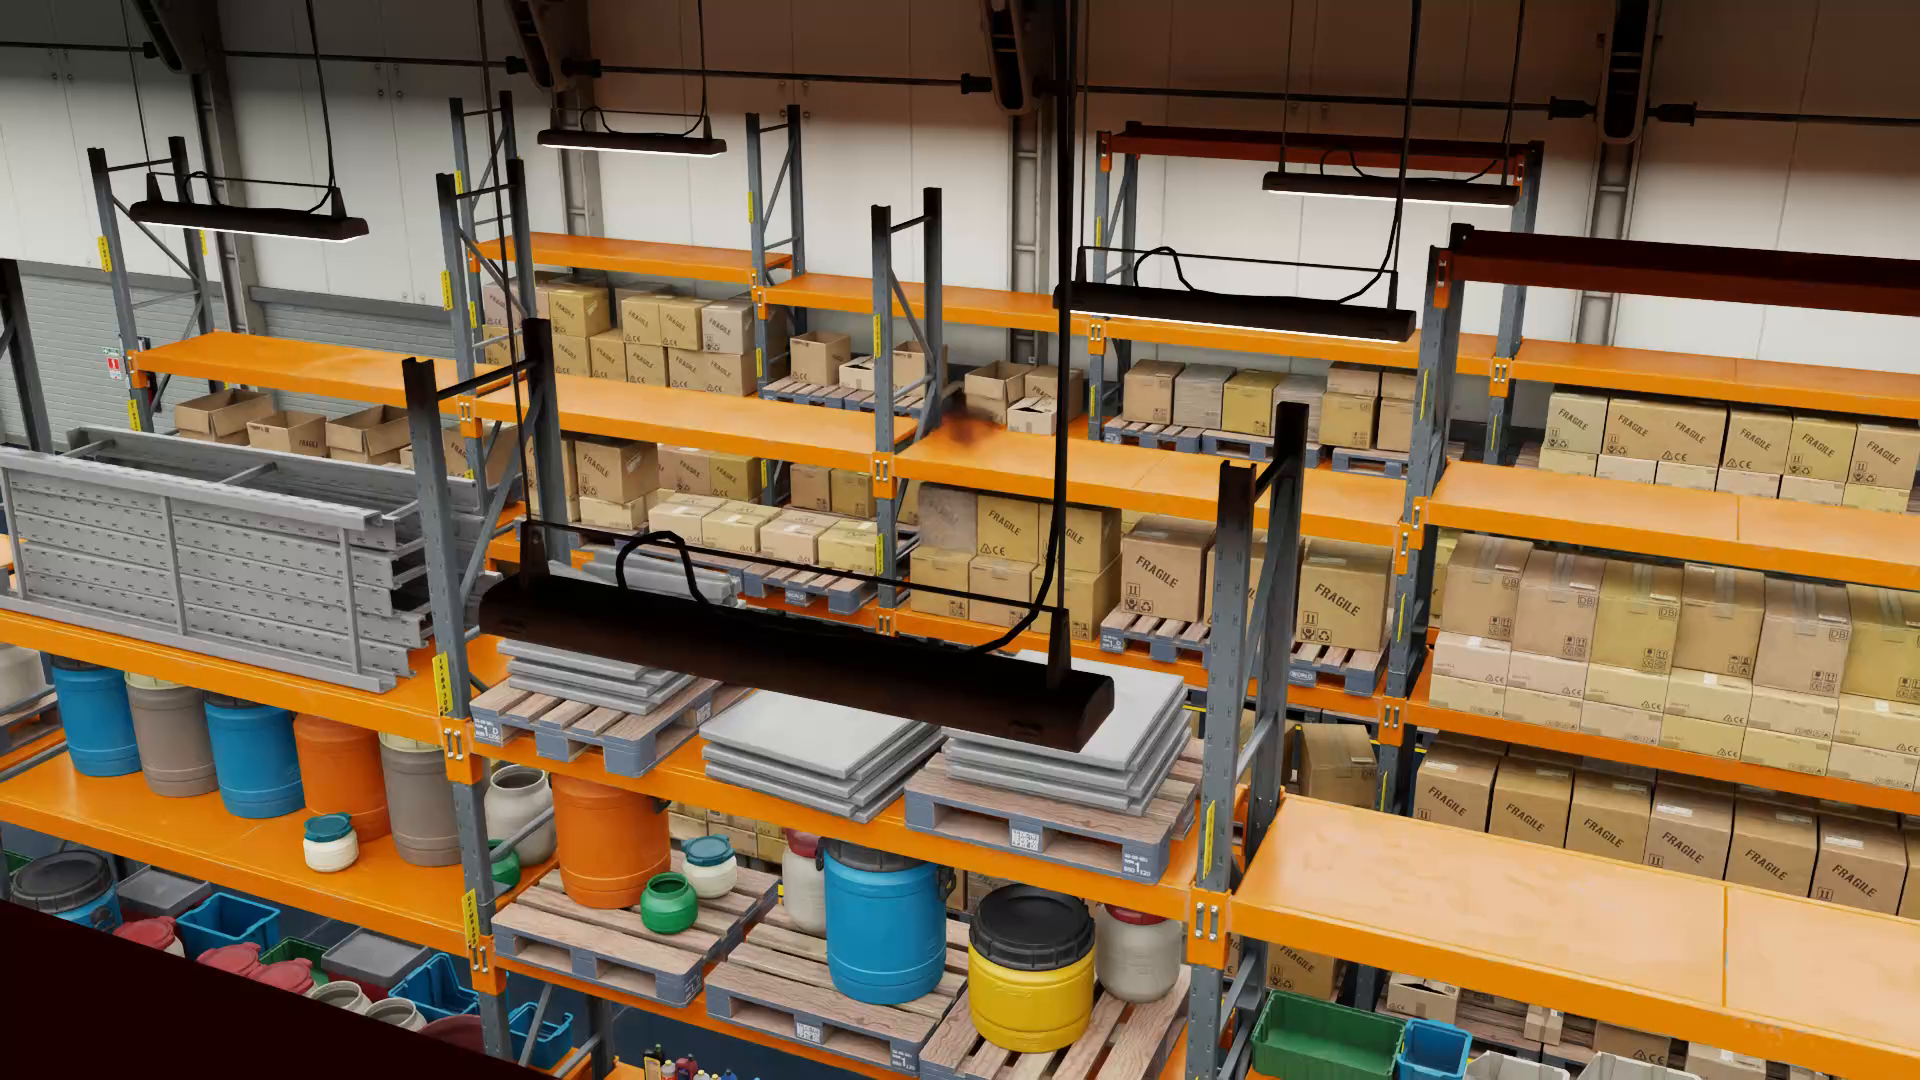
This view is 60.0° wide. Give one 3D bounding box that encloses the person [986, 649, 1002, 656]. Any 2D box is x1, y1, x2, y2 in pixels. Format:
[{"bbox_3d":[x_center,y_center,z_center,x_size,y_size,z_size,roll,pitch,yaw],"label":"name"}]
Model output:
[{"bbox_3d":[0.264,1.626,15.996,0.324,1.674,0.503,-14,24,-32],"label":"person"}]
